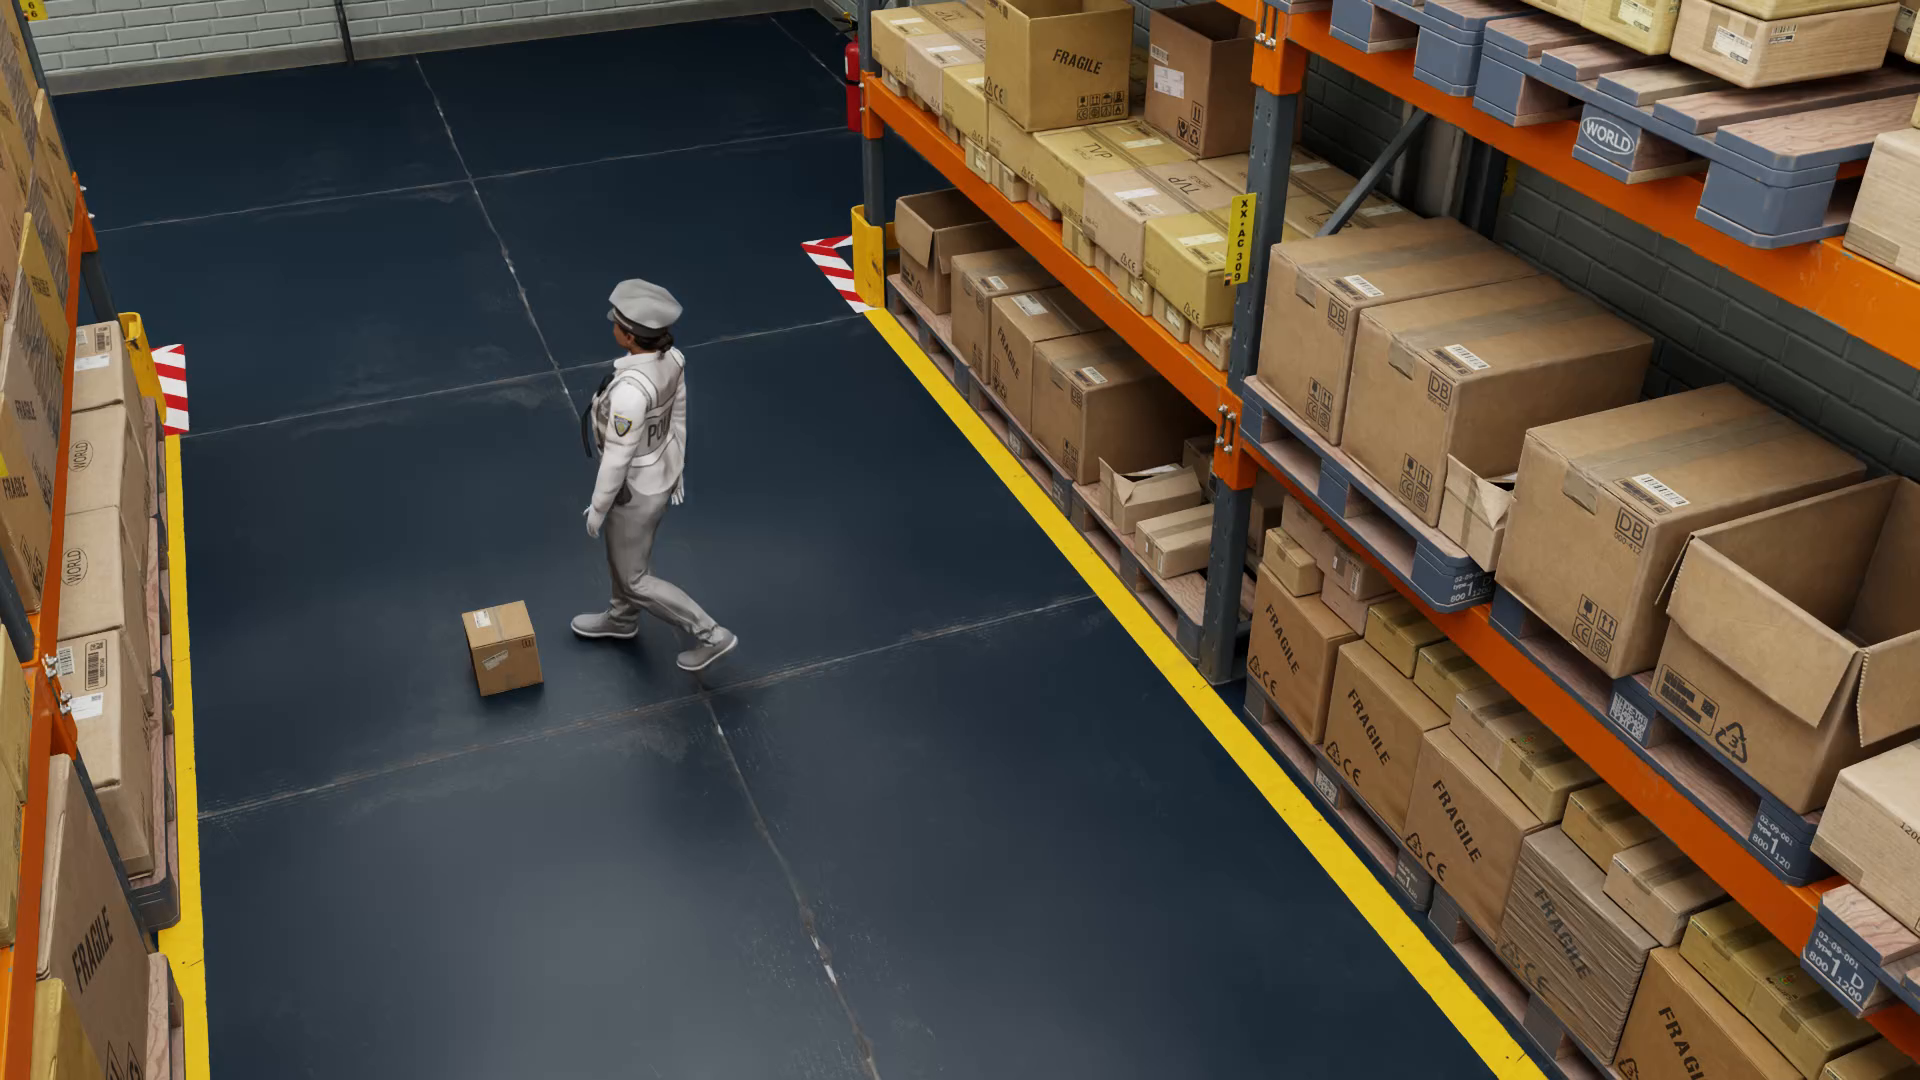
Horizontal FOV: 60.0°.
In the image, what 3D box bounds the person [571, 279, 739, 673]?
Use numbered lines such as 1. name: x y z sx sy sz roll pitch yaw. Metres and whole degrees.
1. person: -1.259 -0.220 6.428 0.806 1.659 0.384 6 34 8
